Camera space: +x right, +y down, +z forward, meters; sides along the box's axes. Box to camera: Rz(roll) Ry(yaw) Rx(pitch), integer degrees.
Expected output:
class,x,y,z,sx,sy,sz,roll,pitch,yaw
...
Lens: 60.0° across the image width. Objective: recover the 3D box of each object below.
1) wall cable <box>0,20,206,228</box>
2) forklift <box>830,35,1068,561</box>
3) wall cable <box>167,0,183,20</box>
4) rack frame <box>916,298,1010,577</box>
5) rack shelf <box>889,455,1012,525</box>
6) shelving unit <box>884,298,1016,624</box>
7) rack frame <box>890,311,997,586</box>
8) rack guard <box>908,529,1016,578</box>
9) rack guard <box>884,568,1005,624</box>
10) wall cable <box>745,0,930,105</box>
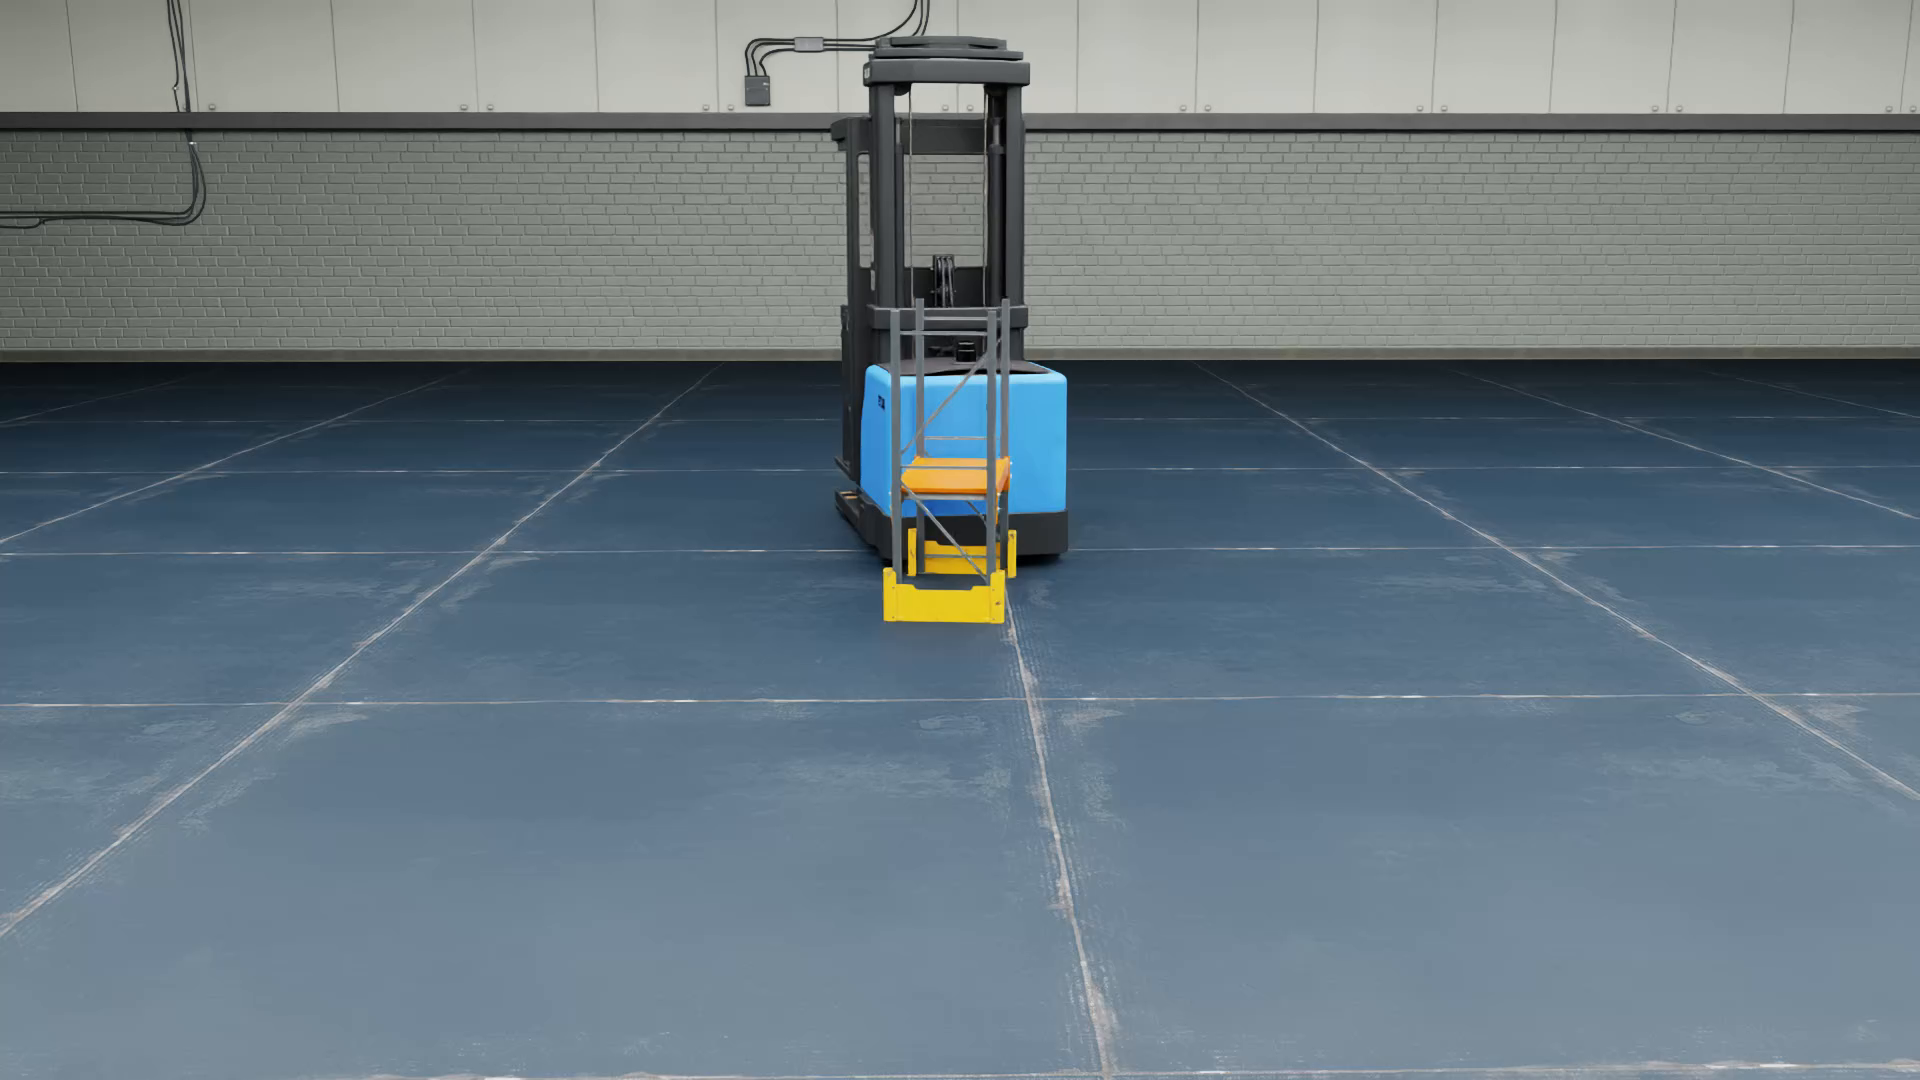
class,x,y,z,sx,sy,sz,roll,pitch,yaw
wall cable,-11.018,-5.160,20.671,3.097,2.526,0.112,0,11,-1
forklift,-0.199,-1.566,10.406,1.130,2.935,3.031,-2,12,-12
wall cable,-8.314,-7.646,20.224,3.097,2.526,0.112,0,11,-1
rack frame,0.014,-0.543,8.965,0.500,1.500,0.032,1,12,5
rack shelf,-0.032,-0.266,8.504,0.538,0.185,1.000,1,12,5
shelving unit,-0.032,-0.441,8.460,0.587,1.500,1.083,1,12,5
rack frame,-0.077,-0.342,7.972,0.500,1.500,0.032,1,12,5
rack guard,0.012,0.073,9.070,0.587,0.250,0.087,1,12,5
rack guard,-0.077,0.270,8.098,0.587,0.250,0.087,1,12,5
wall cable,-1.527,-8.384,20.201,2.305,6.003,0.169,0,11,-1
